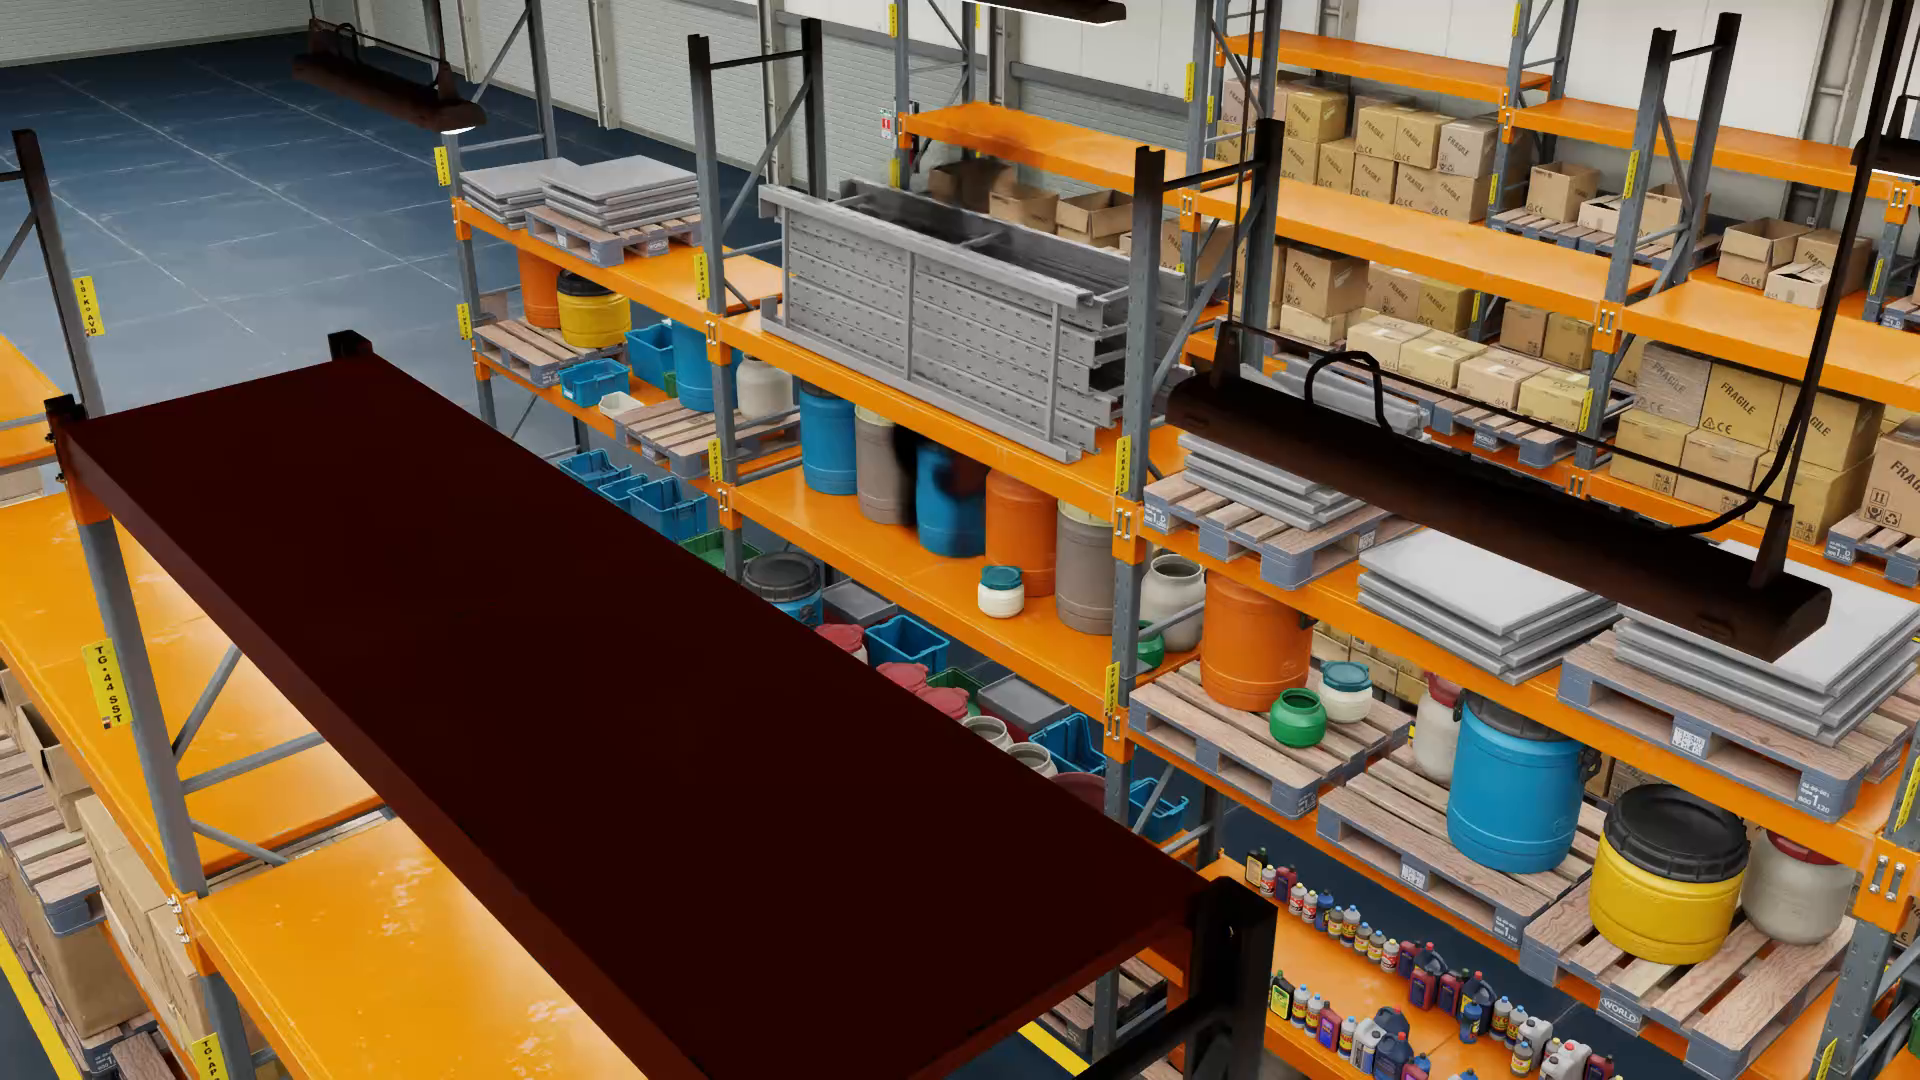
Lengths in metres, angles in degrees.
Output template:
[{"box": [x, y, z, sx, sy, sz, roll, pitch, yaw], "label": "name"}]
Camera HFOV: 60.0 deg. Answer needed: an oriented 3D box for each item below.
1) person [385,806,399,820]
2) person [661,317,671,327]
[{"box": [-4.018, 1.617, 11.957, 0.779, 1.772, 0.639, 22, 34, 37], "label": "person"}, {"box": [-3.170, -1.778, 19.192, 0.799, 1.769, 0.671, -11, 29, -20], "label": "person"}]
